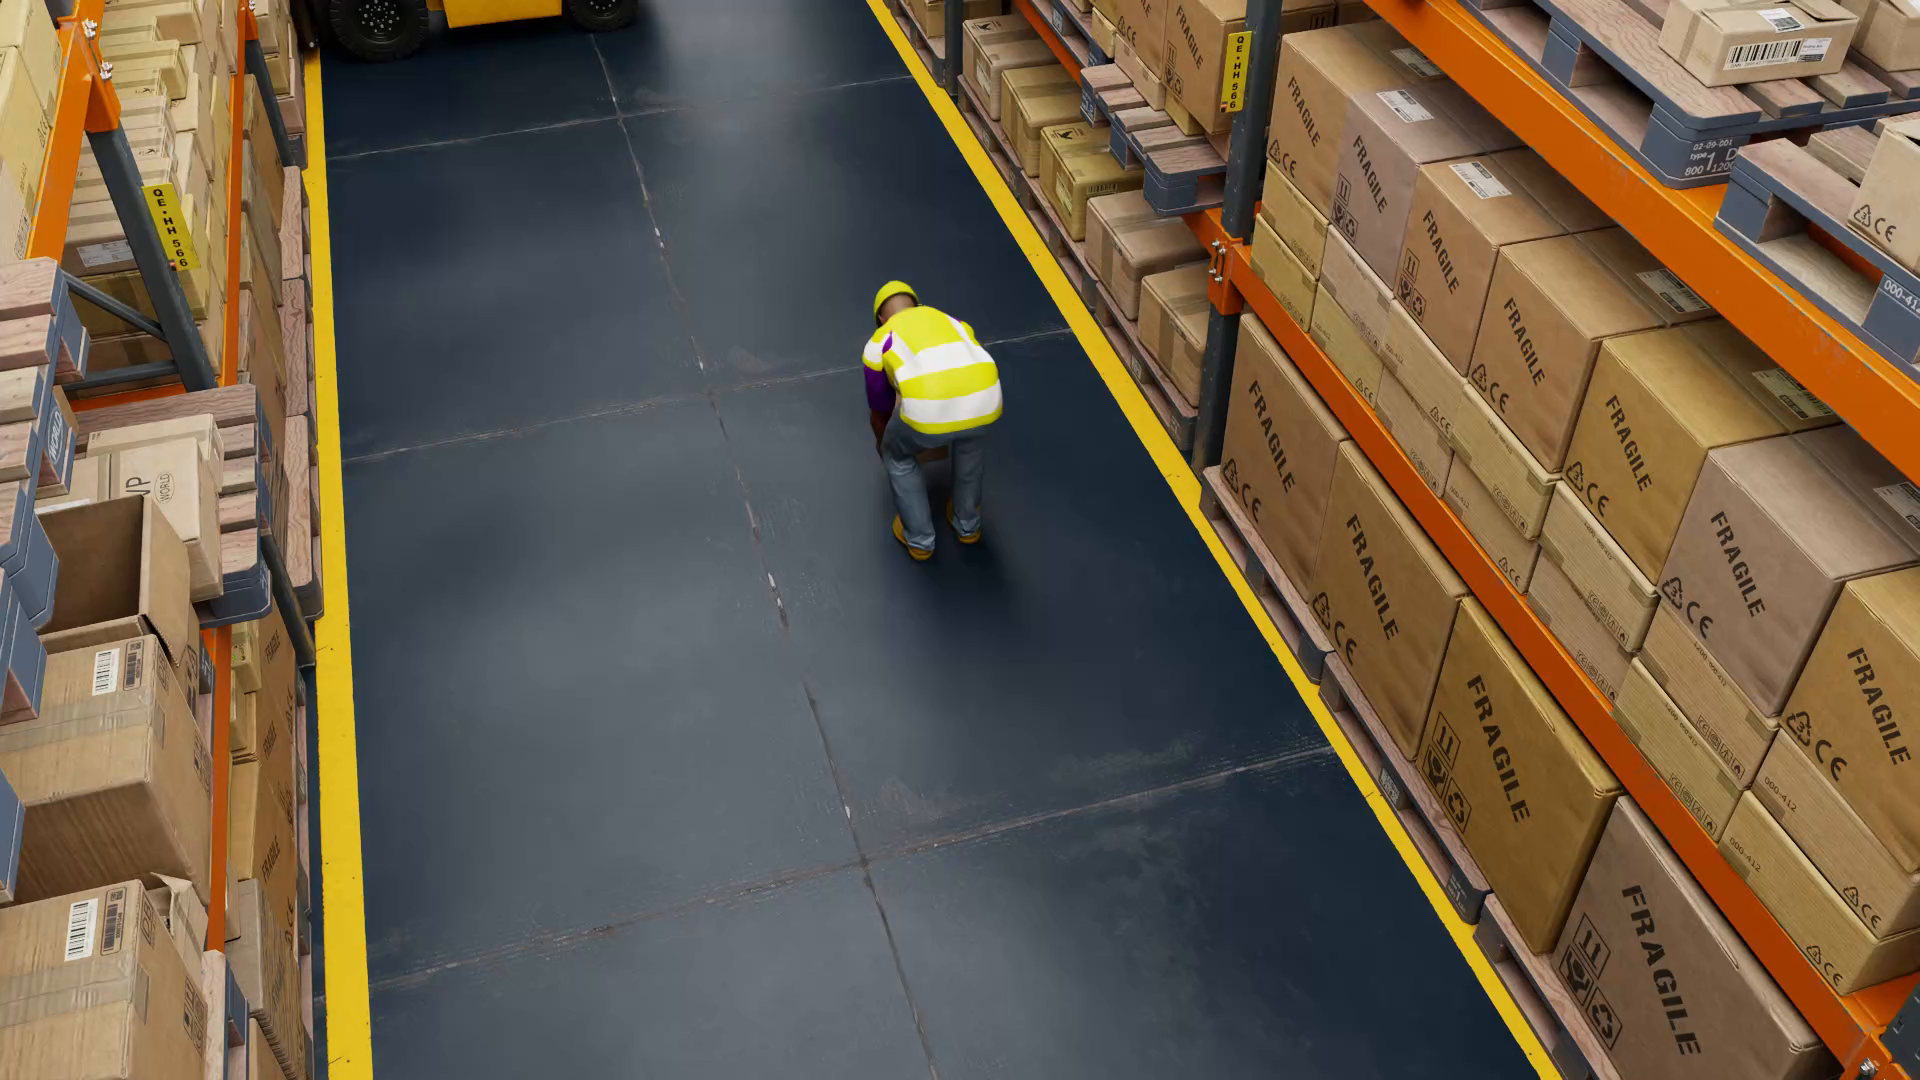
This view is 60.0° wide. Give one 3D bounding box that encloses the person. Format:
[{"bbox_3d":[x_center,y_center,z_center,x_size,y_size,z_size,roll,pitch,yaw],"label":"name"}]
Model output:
[{"bbox_3d":[-0.158,-0.537,7.268,0.483,1.054,0.981,-14,44,-15],"label":"person"}]
